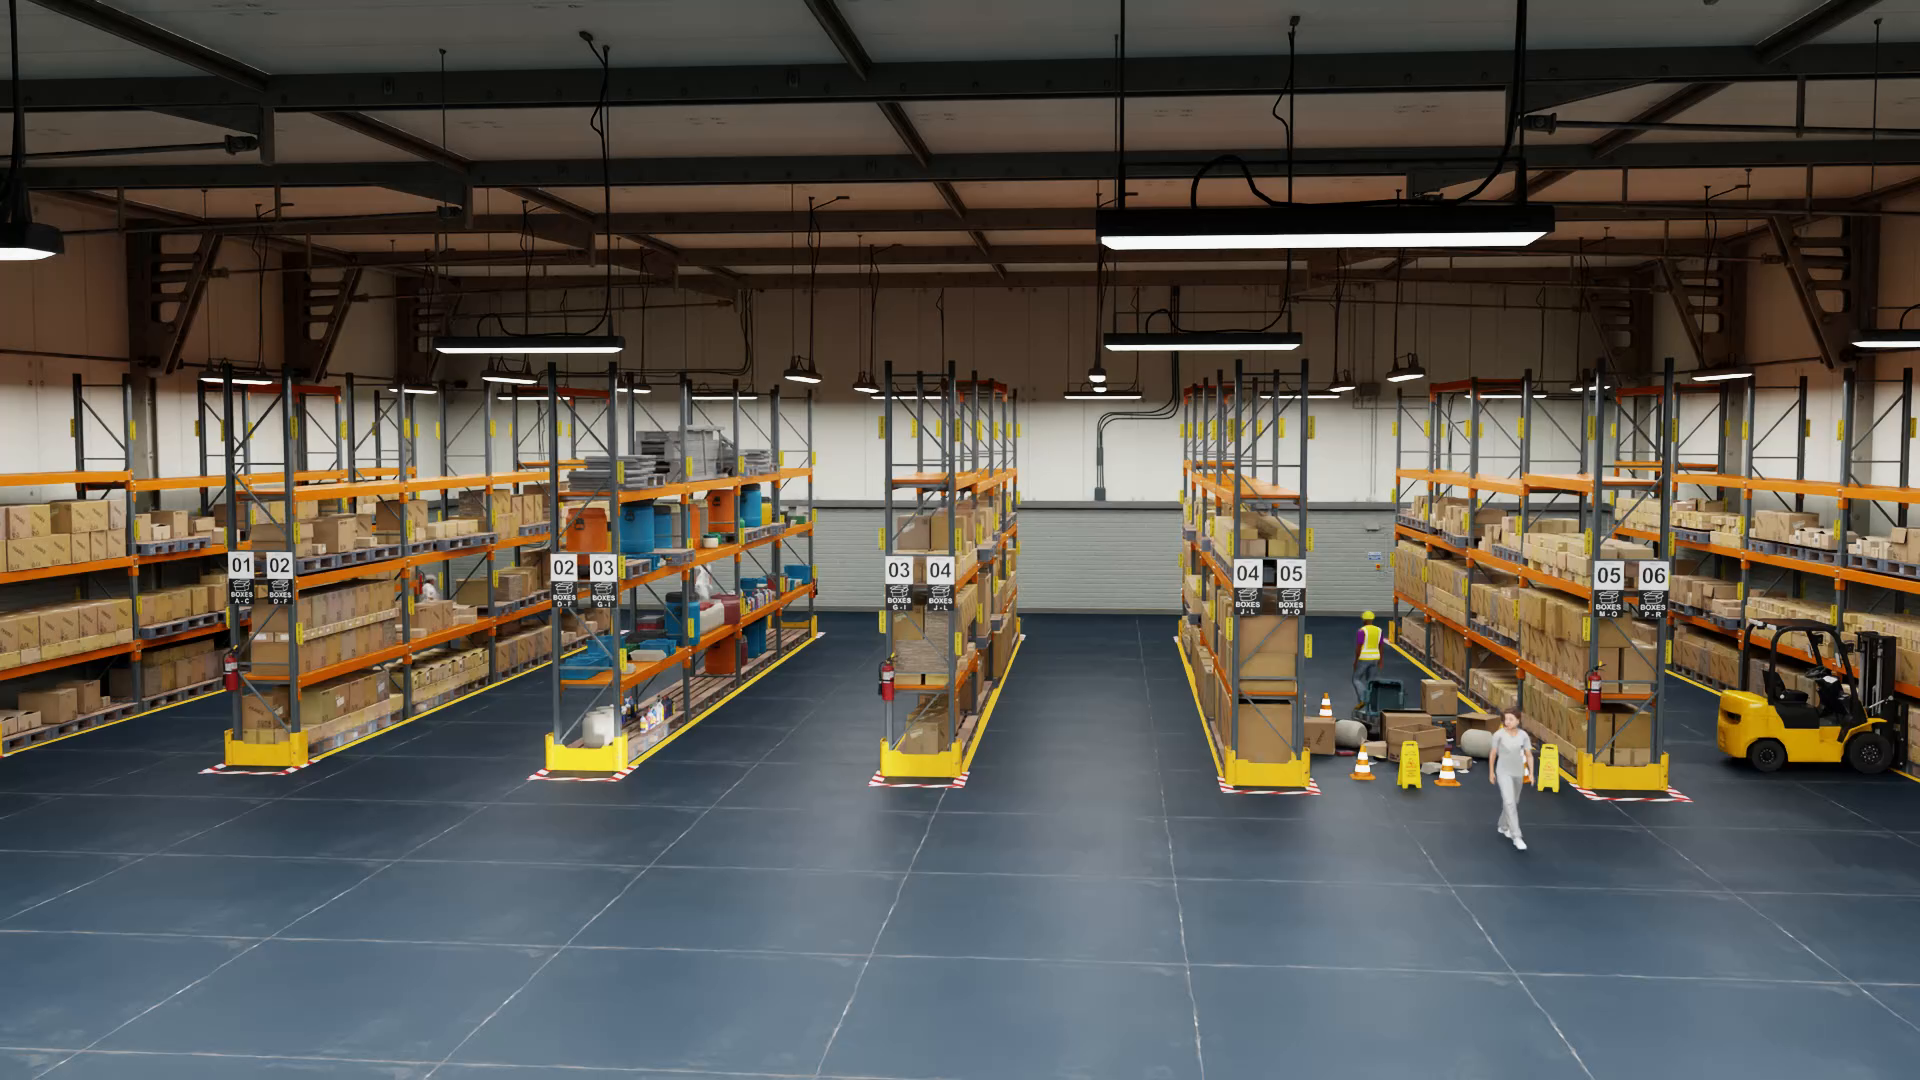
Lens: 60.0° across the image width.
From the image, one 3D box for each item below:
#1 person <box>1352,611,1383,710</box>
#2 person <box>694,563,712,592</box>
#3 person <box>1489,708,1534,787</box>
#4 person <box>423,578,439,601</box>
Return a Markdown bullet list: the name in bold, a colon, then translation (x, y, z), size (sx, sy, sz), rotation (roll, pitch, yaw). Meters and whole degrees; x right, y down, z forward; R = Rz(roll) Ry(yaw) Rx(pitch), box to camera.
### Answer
- **person**: translation (7.319, 2.167, 29.861), size (0.609, 1.787, 0.403), rotation (-1, 4, -22)
- **person**: translation (-6.882, 1.215, 44.567), size (1.147, 1.729, 0.519), rotation (2, 4, 26)
- **person**: translation (6.677, 2.508, 20.052), size (0.469, 0.964, 0.445), rotation (0, 4, -3)
- **person**: translation (-12.363, 1.638, 38.683), size (0.477, 1.649, 0.521), rotation (-3, 5, -36)
